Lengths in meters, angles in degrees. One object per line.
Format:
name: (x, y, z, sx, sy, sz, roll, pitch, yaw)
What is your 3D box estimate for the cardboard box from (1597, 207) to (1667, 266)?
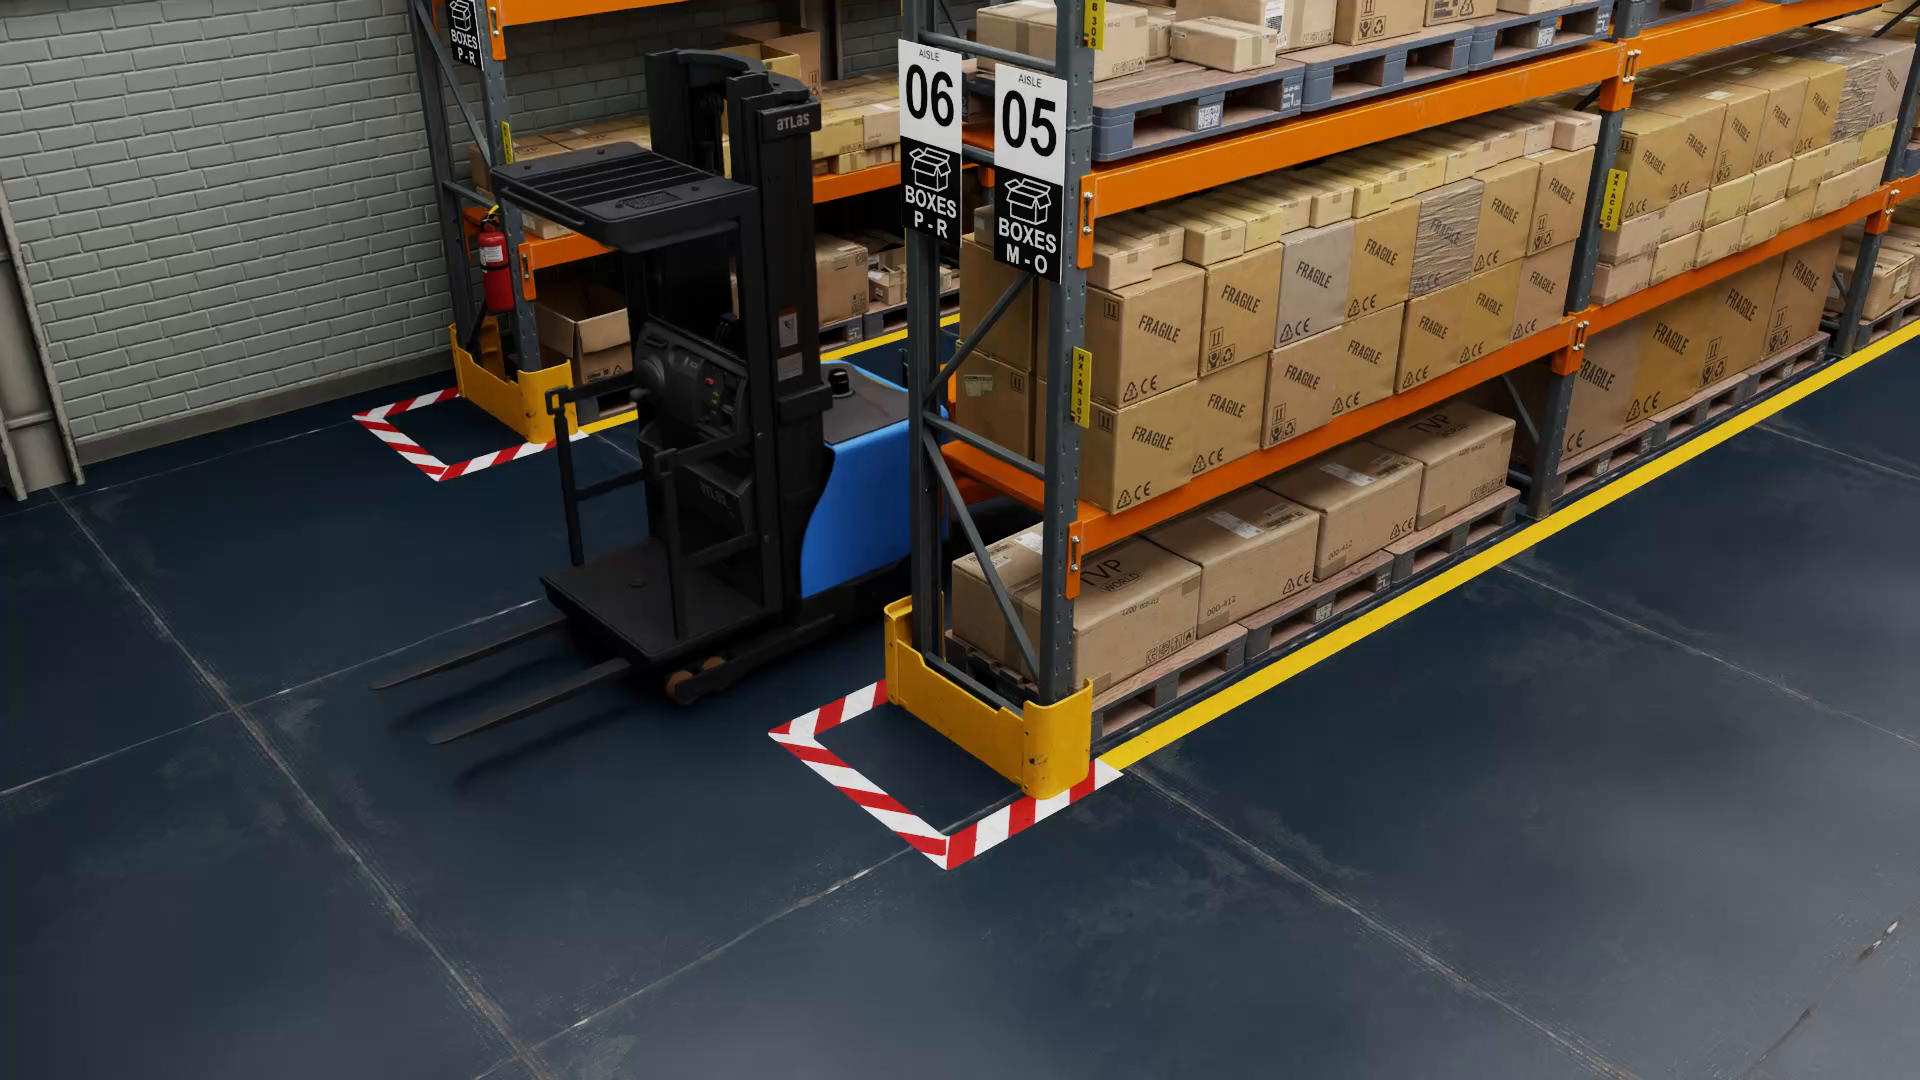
cardboard box: (3.694, -1.811, 9.585, 0.500, 0.250, 0.500, -23, 36, -36)

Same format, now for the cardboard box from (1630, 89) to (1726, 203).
cardboard box: (4.066, -2.305, 9.714, 0.500, 0.500, 0.500, -22, 35, -35)

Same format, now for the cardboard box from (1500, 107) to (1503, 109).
cardboard box: (2.767, -2.391, 9.186, 0.250, 0.149, 0.380, -22, 35, -36)

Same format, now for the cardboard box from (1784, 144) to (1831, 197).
cardboard box: (5.251, -2.440, 10.761, 0.500, 0.250, 0.500, -23, 36, -36)

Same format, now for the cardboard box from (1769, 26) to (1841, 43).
cardboard box: (5.685, -3.269, 11.517, 0.500, 0.500, 0.500, -23, 36, -36)

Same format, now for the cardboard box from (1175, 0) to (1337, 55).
cardboard box: (1.304, -2.352, 7.330, 0.500, 0.311, 0.500, -21, 35, -34)

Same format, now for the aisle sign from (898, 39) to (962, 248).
aisle sign: (-0.123, -1.635, 6.869, 0.004, 0.787, 0.394, -22, 35, -35)

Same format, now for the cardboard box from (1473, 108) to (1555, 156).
cardboard box: (2.877, -2.144, 8.725, 0.250, 0.149, 0.380, -21, 35, -34)

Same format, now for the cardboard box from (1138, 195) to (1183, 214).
cardboard box: (0.813, -1.610, 7.725, 0.250, 0.149, 0.380, -21, 35, -34)

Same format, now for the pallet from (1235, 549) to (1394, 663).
pallet: (1.618, 0.187, 9.177, 1.213, 0.211, 1.003, -22, 35, -35)

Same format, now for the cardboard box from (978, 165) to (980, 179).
cardboard box: (0.358, -2.938, 13.268, 0.250, 0.149, 0.380, -23, 35, -36)

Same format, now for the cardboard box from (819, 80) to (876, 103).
cardboard box: (-0.978, -3.256, 12.504, 0.500, 0.250, 0.500, -22, 35, -35)

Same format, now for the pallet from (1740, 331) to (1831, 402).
pallet: (5.570, -1.403, 12.151, 1.213, 0.211, 1.003, -22, 35, -35)

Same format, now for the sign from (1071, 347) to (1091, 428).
sign: (0.488, -0.615, 6.716, 0.005, 0.325, 0.100, -22, 35, -35)

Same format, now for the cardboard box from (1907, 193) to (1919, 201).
cardboard box: (8.320, -2.714, 13.989, 0.625, 0.372, 0.950, -19, 34, -32)

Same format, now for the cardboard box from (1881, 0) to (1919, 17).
cardboard box: (7.280, -4.095, 12.675, 0.250, 0.149, 0.380, -24, 36, -37)

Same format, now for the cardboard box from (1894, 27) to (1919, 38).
cardboard box: (7.103, -3.424, 12.107, 0.500, 0.500, 0.500, -20, 34, -32)

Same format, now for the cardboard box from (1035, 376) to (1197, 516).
cardboard box: (0.684, -0.487, 7.373, 0.500, 0.500, 0.500, -22, 35, -35)

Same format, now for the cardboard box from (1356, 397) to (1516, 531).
cardboard box: (2.629, -0.525, 9.822, 0.875, 0.438, 0.875, -22, 35, -36)

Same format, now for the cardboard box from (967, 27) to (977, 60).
cardboard box: (0.465, -3.699, 12.937, 0.500, 0.500, 0.700, -21, 35, -34)

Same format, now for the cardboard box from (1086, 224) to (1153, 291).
cardboard box: (0.583, -1.180, 6.920, 0.250, 0.149, 0.380, -21, 35, -34)

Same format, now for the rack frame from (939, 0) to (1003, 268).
rack frame: (-0.049, -3.402, 12.933, 0.127, 3.000, 1.000, -22, 35, -35)

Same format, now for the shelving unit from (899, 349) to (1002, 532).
shelving unit: (0.231, -0.602, 9.683, 1.048, 1.125, 0.538, -16, 32, -27)

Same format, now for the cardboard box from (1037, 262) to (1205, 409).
cardboard box: (0.683, -0.929, 7.139, 0.500, 0.500, 0.500, -23, 36, -36)

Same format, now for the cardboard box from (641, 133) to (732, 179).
cardboard box: (-1.805, -2.596, 11.268, 0.500, 0.250, 0.500, -23, 36, -36)

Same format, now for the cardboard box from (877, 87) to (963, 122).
cardboard box: (-0.278, -3.224, 12.443, 0.500, 0.250, 0.500, -21, 35, -34)

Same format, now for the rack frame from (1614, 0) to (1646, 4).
rack frame: (3.176, -4.269, 8.191, 0.127, 3.000, 1.000, -22, 35, -35)

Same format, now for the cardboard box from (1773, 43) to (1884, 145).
cardboard box: (5.610, -2.920, 10.864, 0.500, 0.500, 0.500, -21, 35, -34)

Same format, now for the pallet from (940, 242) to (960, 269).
pallet: (0.546, -2.434, 14.081, 1.213, 0.211, 1.003, -22, 35, -35)

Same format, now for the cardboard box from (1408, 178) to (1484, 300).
cardboard box: (2.224, -1.553, 8.307, 0.500, 0.500, 0.500, -21, 35, -34)

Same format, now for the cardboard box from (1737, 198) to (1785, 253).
cardboard box: (4.861, -2.056, 10.575, 0.500, 0.250, 0.500, -23, 35, -36)

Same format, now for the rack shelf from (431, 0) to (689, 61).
rack shelf: (-1.570, -3.796, 11.251, 4.000, 0.370, 1.077, -22, 35, -35)

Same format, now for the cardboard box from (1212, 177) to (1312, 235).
cardboard box: (1.362, -1.510, 7.538, 0.250, 0.149, 0.380, -22, 35, -34)

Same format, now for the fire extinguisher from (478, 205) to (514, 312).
fire extinguisher: (-2.904, -1.769, 10.355, 0.183, 0.674, 0.296, -22, 35, -35)

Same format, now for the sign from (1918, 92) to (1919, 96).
sign: (6.582, -3.159, 11.251, 0.005, 0.325, 0.100, -22, 35, -35)

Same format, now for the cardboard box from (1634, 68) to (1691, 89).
cardboard box: (4.140, -2.644, 10.348, 0.500, 0.500, 0.500, -21, 34, -33)

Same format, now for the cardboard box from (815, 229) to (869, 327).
cardboard box: (-1.100, -1.979, 12.477, 0.500, 0.500, 0.700, -23, 36, -37)

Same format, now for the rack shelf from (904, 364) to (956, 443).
rack shelf: (0.231, -0.860, 9.545, 1.000, 0.278, 0.538, -16, 32, -27)

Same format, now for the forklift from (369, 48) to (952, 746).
forklift: (-1.483, -0.755, 8.053, 3.031, 2.935, 1.130, -23, 35, -36)

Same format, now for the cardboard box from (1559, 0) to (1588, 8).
cardboard box: (2.898, -2.806, 8.226, 0.258, 0.266, 0.396, -21, 34, -33)

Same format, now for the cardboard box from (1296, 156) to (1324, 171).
cardboard box: (1.596, -1.932, 8.327, 0.250, 0.149, 0.380, -22, 35, -35)

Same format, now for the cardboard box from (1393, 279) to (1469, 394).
cardboard box: (2.228, -1.115, 8.548, 0.500, 0.500, 0.500, -23, 35, -36)

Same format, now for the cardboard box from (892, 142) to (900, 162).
cardboard box: (-0.493, -2.927, 12.311, 0.250, 0.149, 0.380, -21, 34, -34)

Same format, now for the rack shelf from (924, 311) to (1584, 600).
rack shelf: (1.654, -0.694, 8.629, 4.000, 0.370, 1.077, -22, 35, -35)

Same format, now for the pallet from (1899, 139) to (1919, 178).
pallet: (6.692, -3.018, 12.419, 1.003, 0.211, 1.213, -22, 35, -35)

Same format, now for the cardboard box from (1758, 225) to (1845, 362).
cardboard box: (5.639, -1.913, 11.957, 0.875, 0.875, 0.875, -22, 35, -35)

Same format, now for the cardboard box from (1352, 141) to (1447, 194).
cardboard box: (2.135, -1.817, 8.113, 0.250, 0.149, 0.380, -23, 36, -36)
